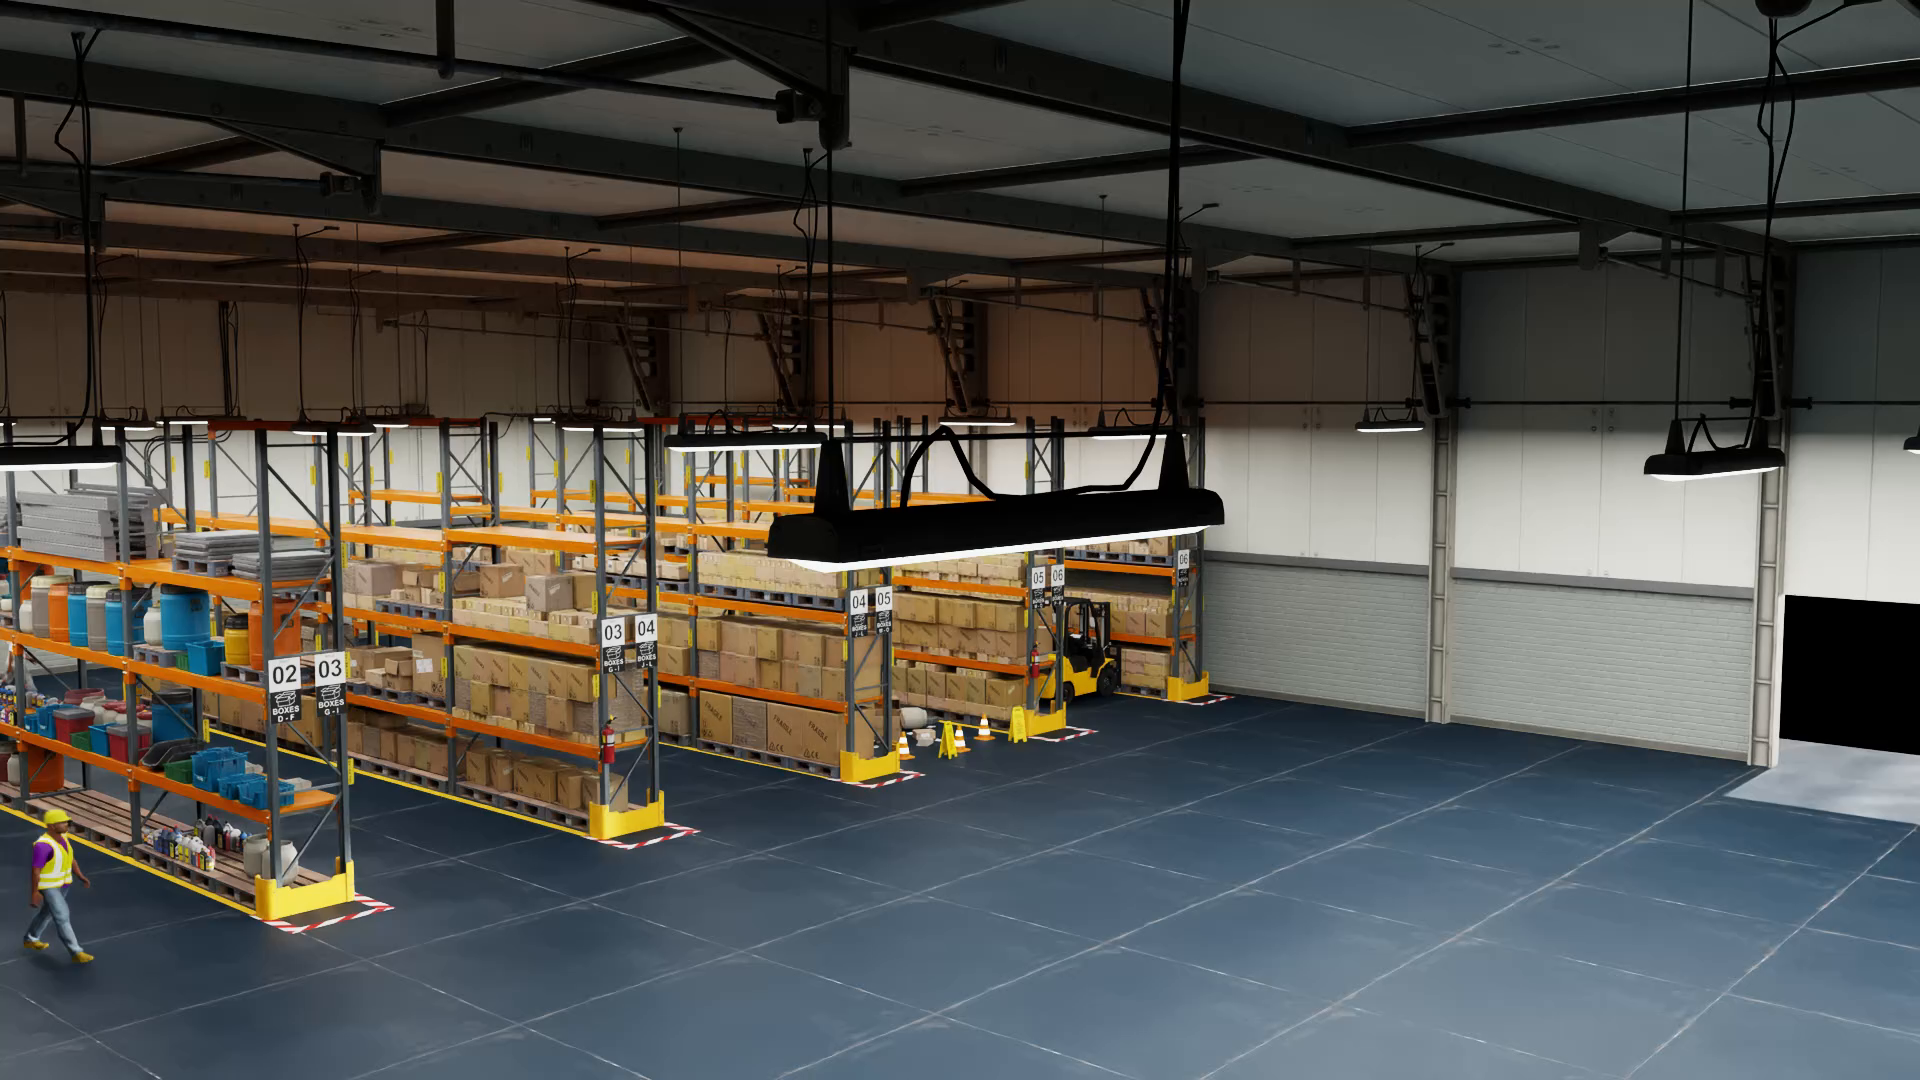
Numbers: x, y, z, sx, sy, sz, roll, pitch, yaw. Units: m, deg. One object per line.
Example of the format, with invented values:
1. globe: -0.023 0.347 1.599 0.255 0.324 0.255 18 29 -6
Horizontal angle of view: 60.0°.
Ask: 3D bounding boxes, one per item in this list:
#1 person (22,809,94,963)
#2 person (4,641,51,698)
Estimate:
1. person: -10.226 3.891 18.839 1.121 1.702 0.663 1 5 14
2. person: -19.661 2.578 34.741 0.557 1.697 1.121 5 7 44
